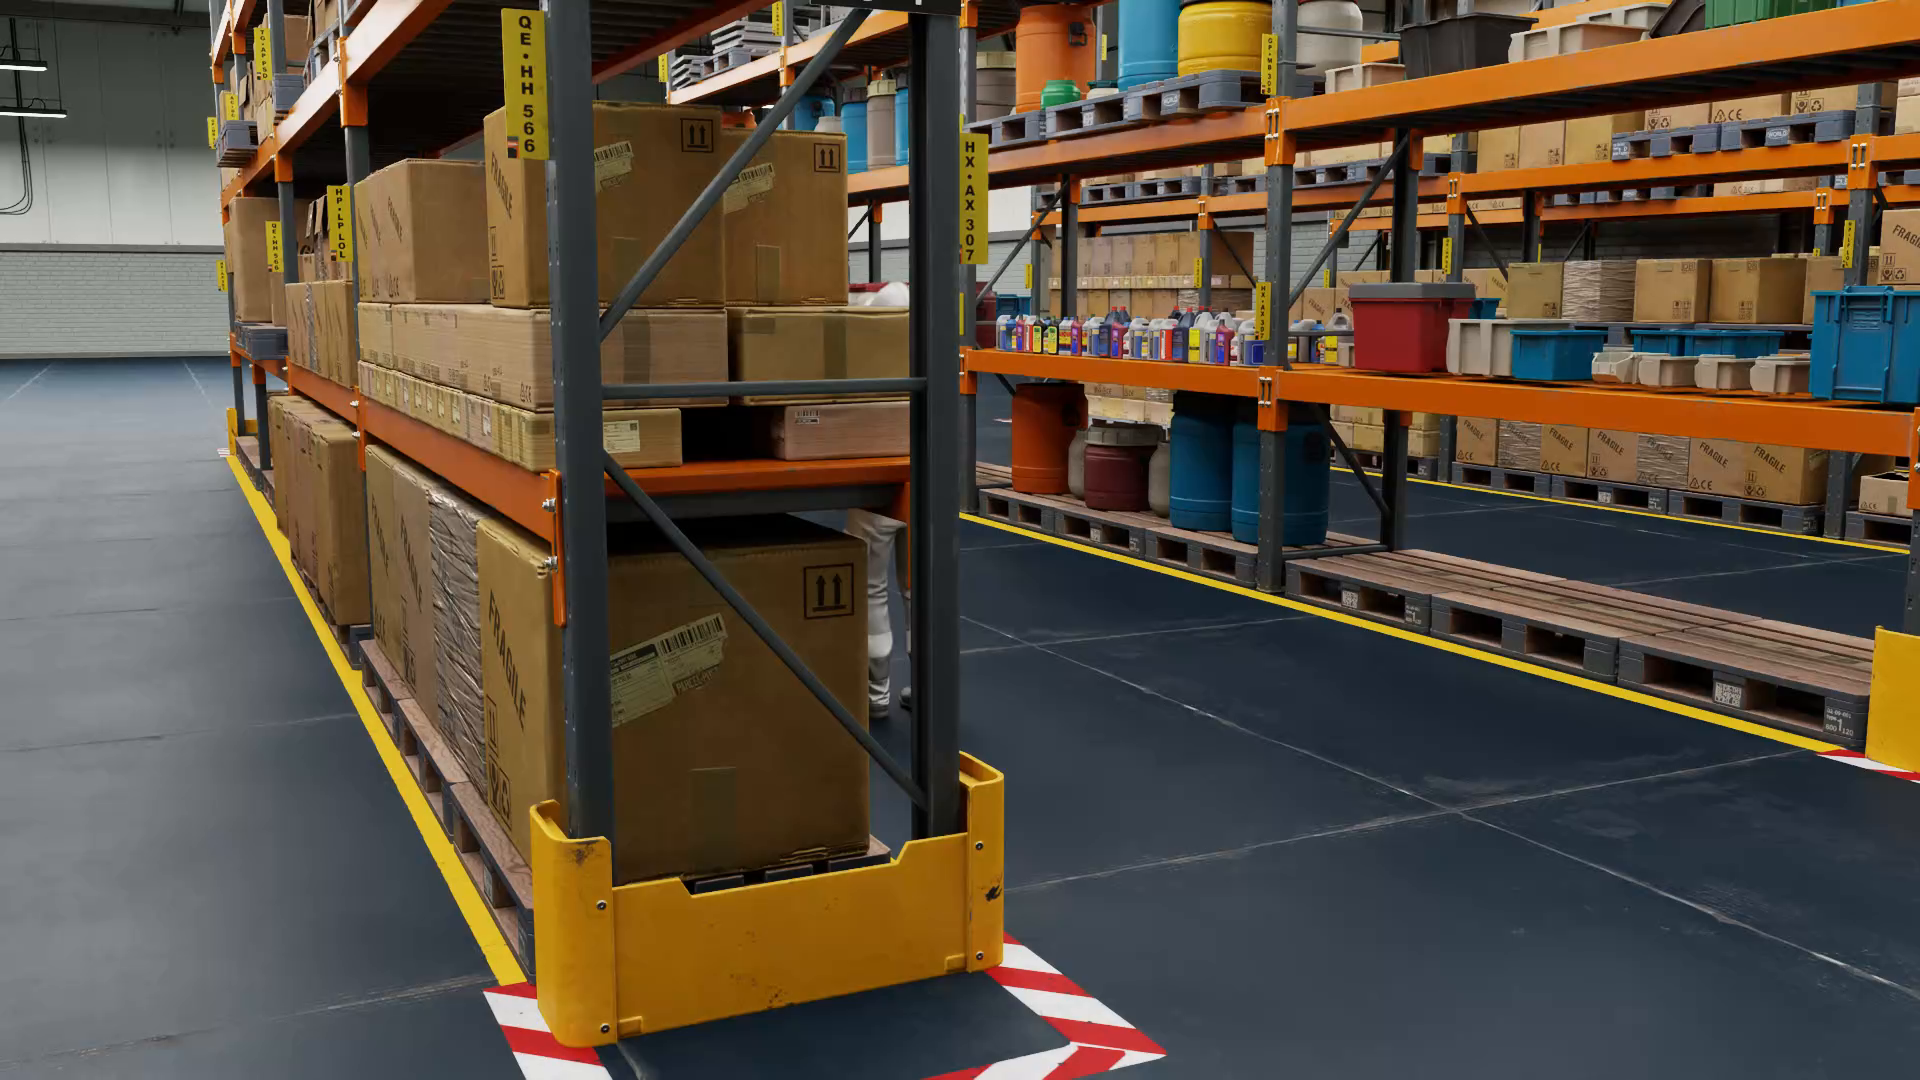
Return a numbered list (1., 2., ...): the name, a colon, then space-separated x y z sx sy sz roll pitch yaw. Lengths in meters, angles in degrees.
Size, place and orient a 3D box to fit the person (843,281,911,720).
1. person: -0.312 -0.165 6.881 0.487 1.786 0.560 -4 9 -26
